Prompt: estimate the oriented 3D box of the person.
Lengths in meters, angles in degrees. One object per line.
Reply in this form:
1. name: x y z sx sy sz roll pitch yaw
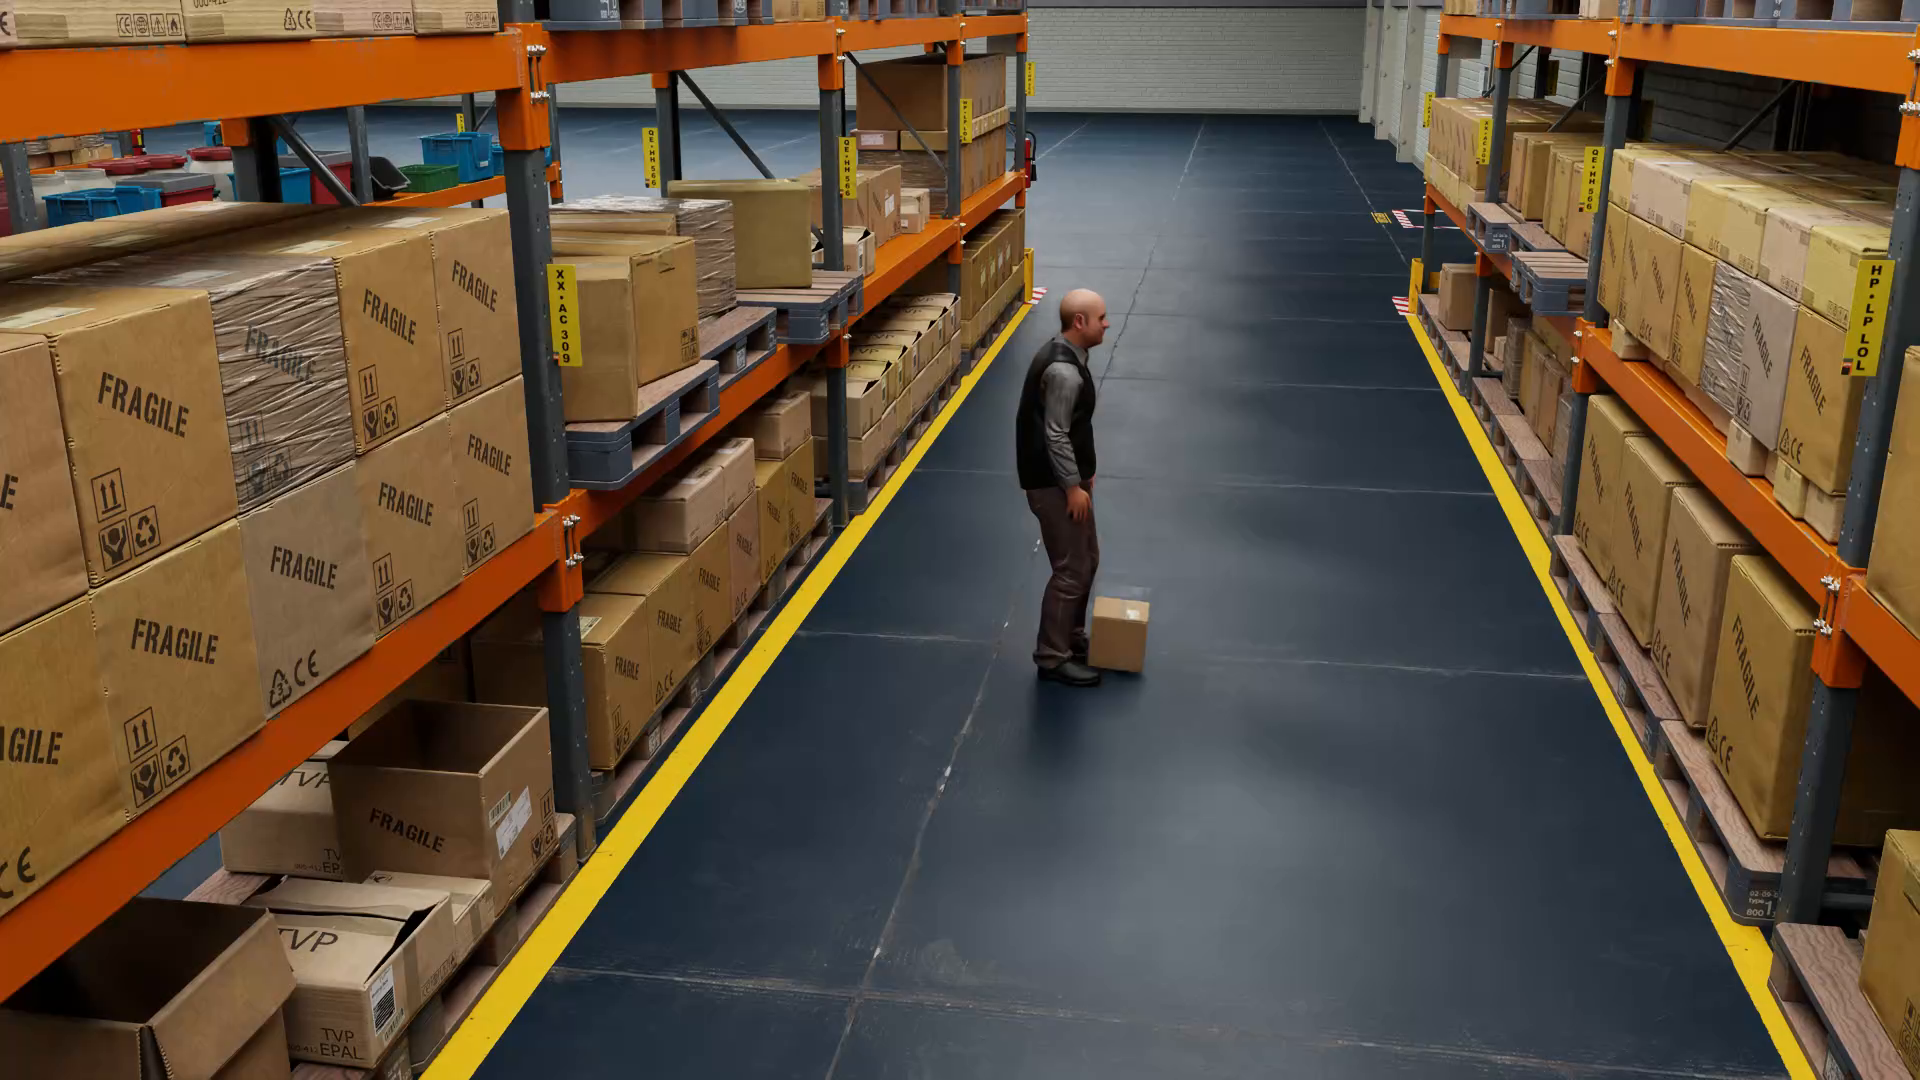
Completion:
1. person: 0.480 -0.252 7.380 0.474 1.720 0.572 2 18 7
